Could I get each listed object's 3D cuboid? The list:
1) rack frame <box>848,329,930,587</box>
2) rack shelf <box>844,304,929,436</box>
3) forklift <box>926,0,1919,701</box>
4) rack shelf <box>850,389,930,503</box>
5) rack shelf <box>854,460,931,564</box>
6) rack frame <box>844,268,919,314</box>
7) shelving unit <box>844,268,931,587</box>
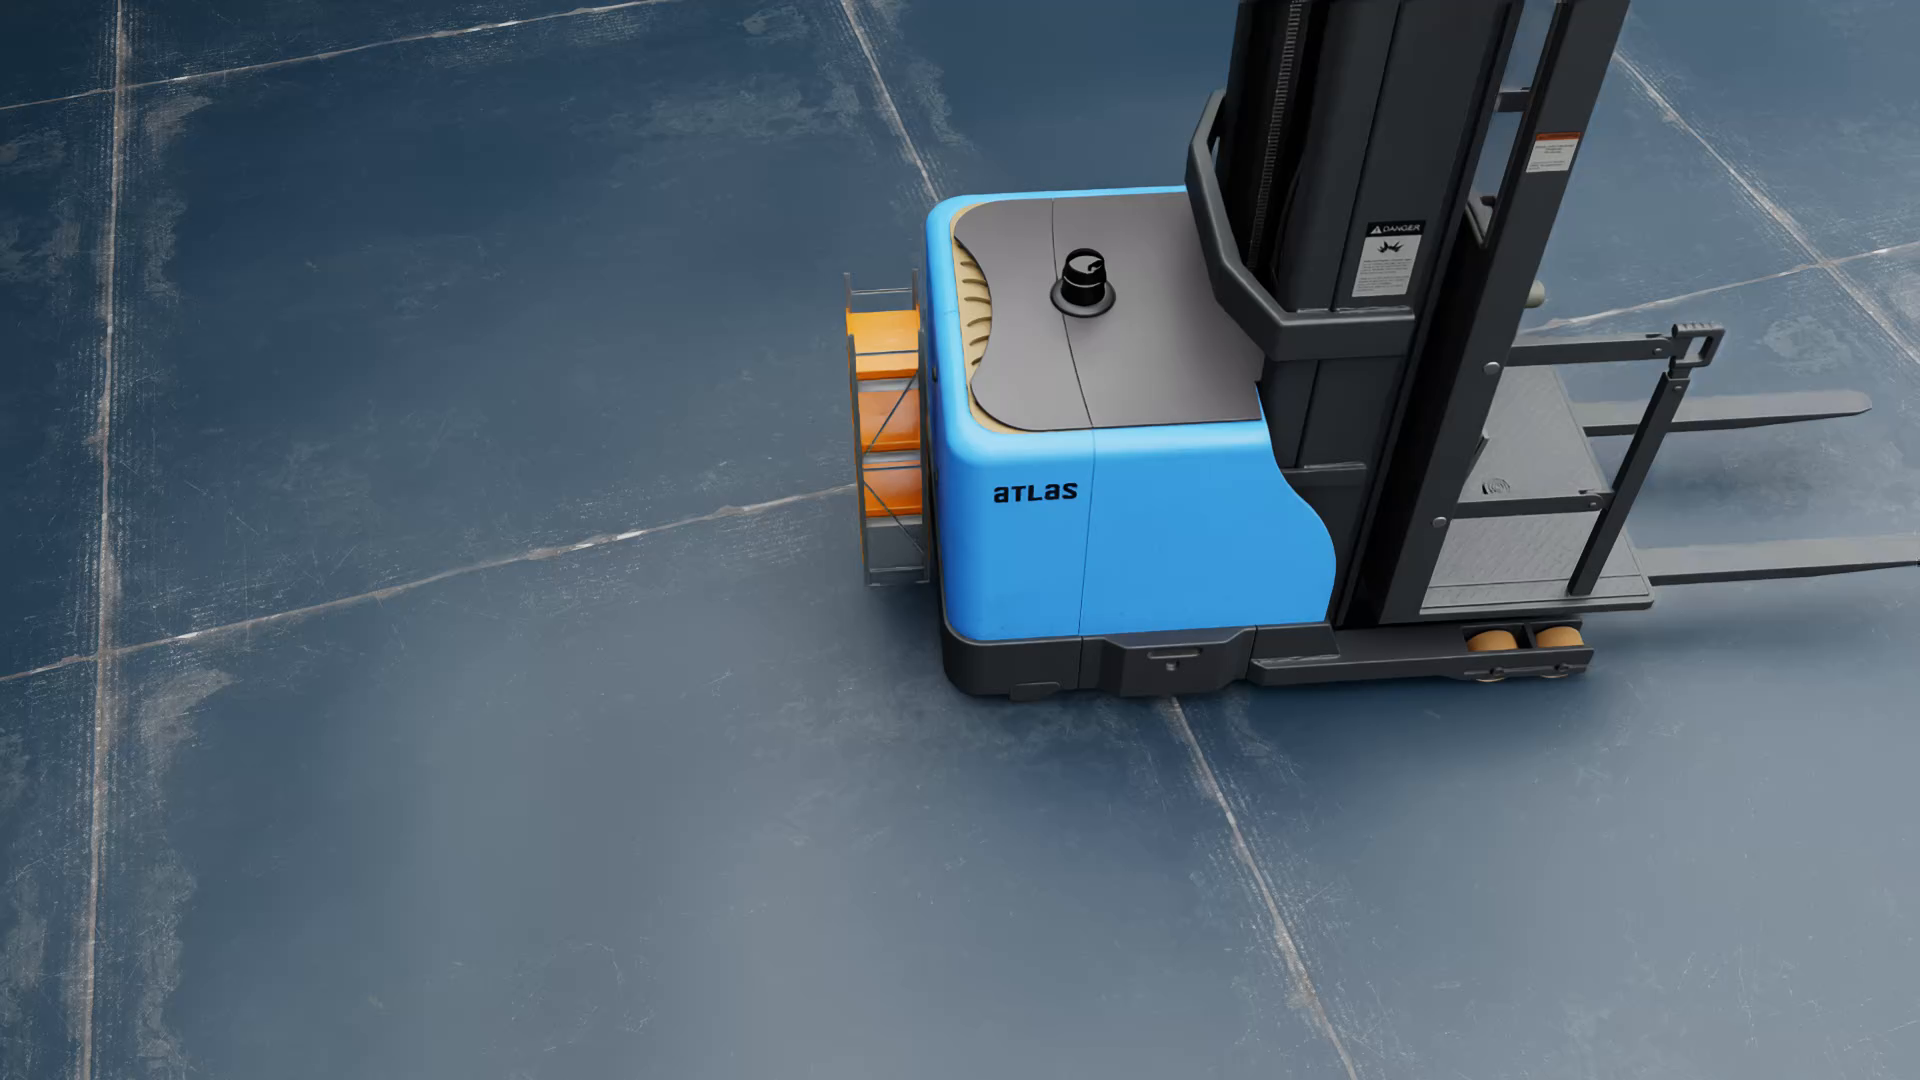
[{"bbox_3d":[-0.193,-0.202,4.734,0.200,1.050,0.008,-4,50,-3],"label":"rack frame"},{"bbox_3d":[-0.203,-0.471,4.603,0.215,0.259,0.240,-4,50,-3],"label":"rack shelf"},{"bbox_3d":[1.433,-0.931,4.118,3.031,2.935,1.130,-3,50,-3],"label":"forklift"},{"bbox_3d":[-0.203,-0.288,4.820,0.215,0.259,0.240,-4,50,-3],"label":"rack shelf"},{"bbox_3d":[-0.203,-0.109,5.033,0.215,0.259,0.240,-4,50,-3],"label":"rack shelf"},{"bbox_3d":[-0.214,-0.388,4.890,0.200,1.050,0.008,-4,50,-3],"label":"rack frame"},{"bbox_3d":[-0.203,-0.295,4.812,0.215,1.050,0.252,-4,50,-3],"label":"shelving unit"}]
